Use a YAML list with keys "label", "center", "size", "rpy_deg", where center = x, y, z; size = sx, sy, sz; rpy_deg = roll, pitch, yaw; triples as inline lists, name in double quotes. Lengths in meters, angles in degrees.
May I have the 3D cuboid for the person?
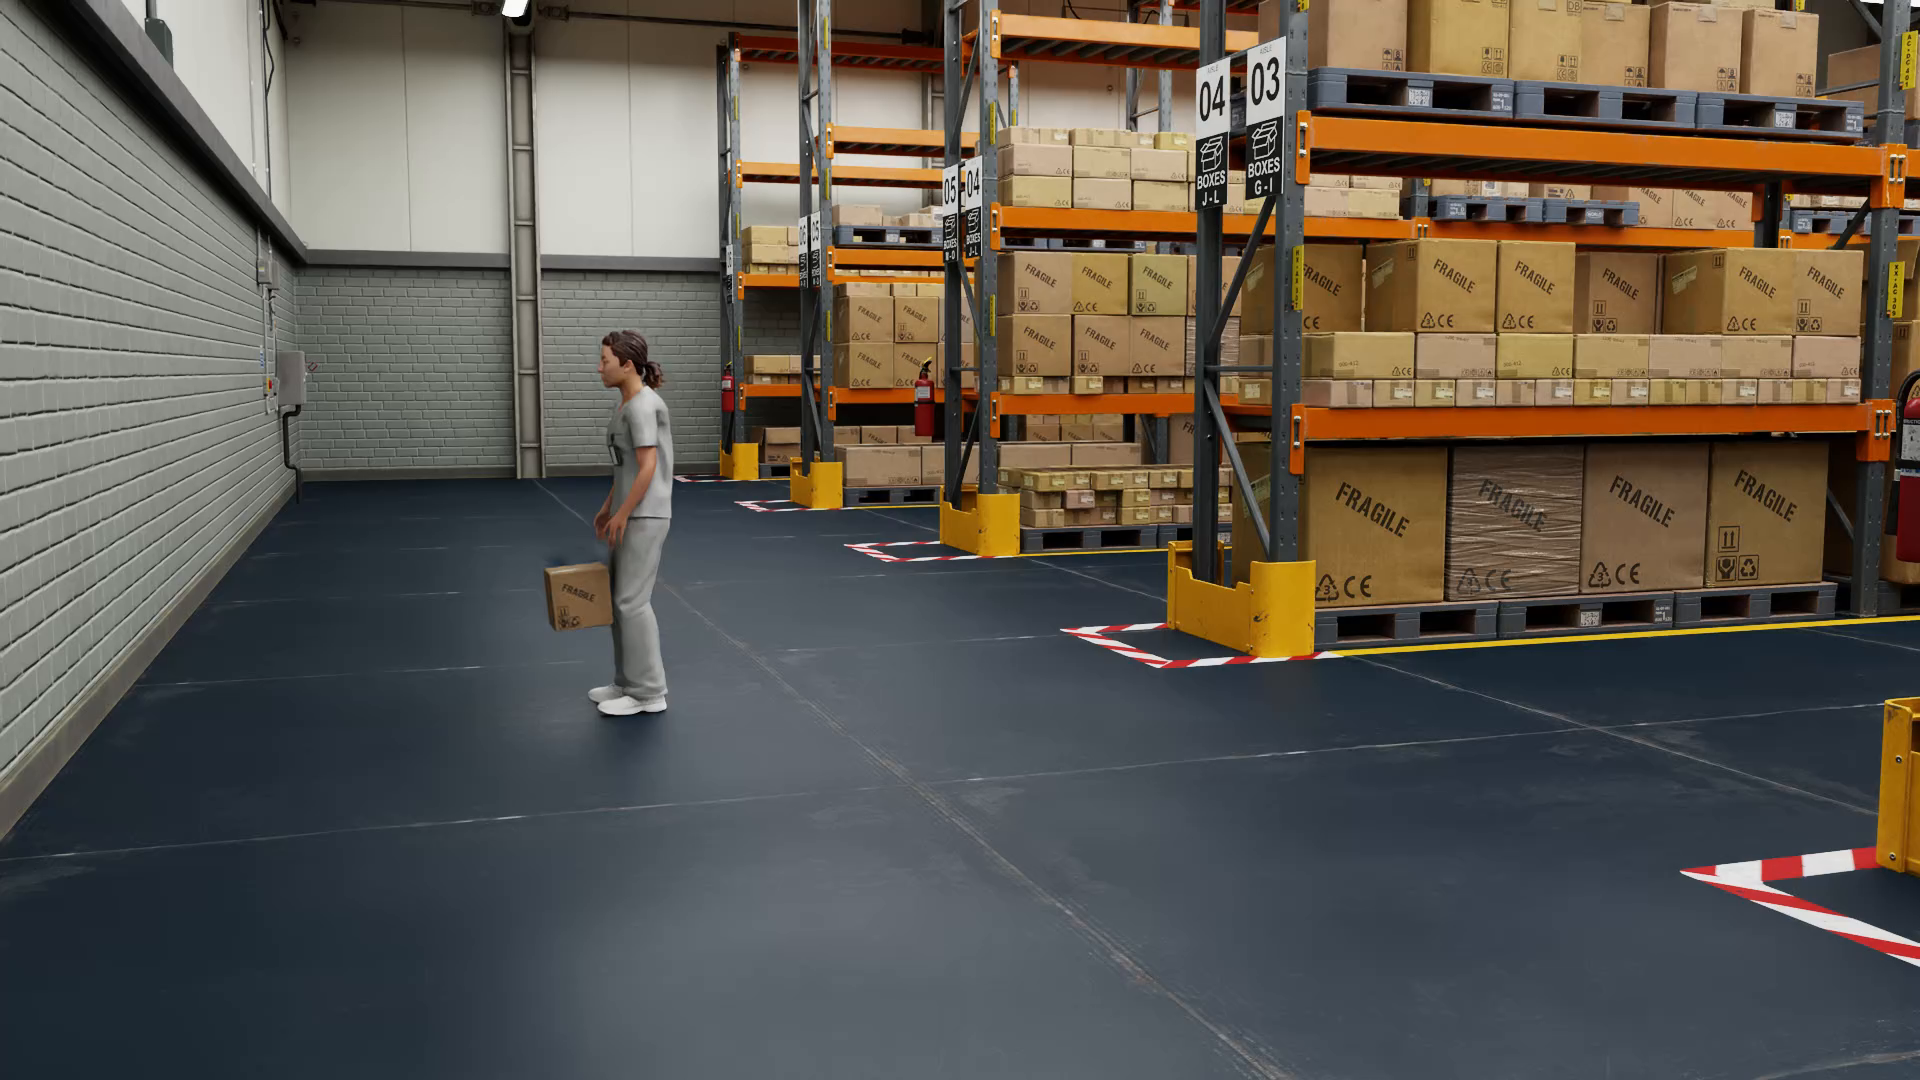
- label: "person"
  center: [-1.450, -0.083, 7.329]
  size: [0.364, 1.676, 0.474]
  rpy_deg: [-2, 6, -20]
